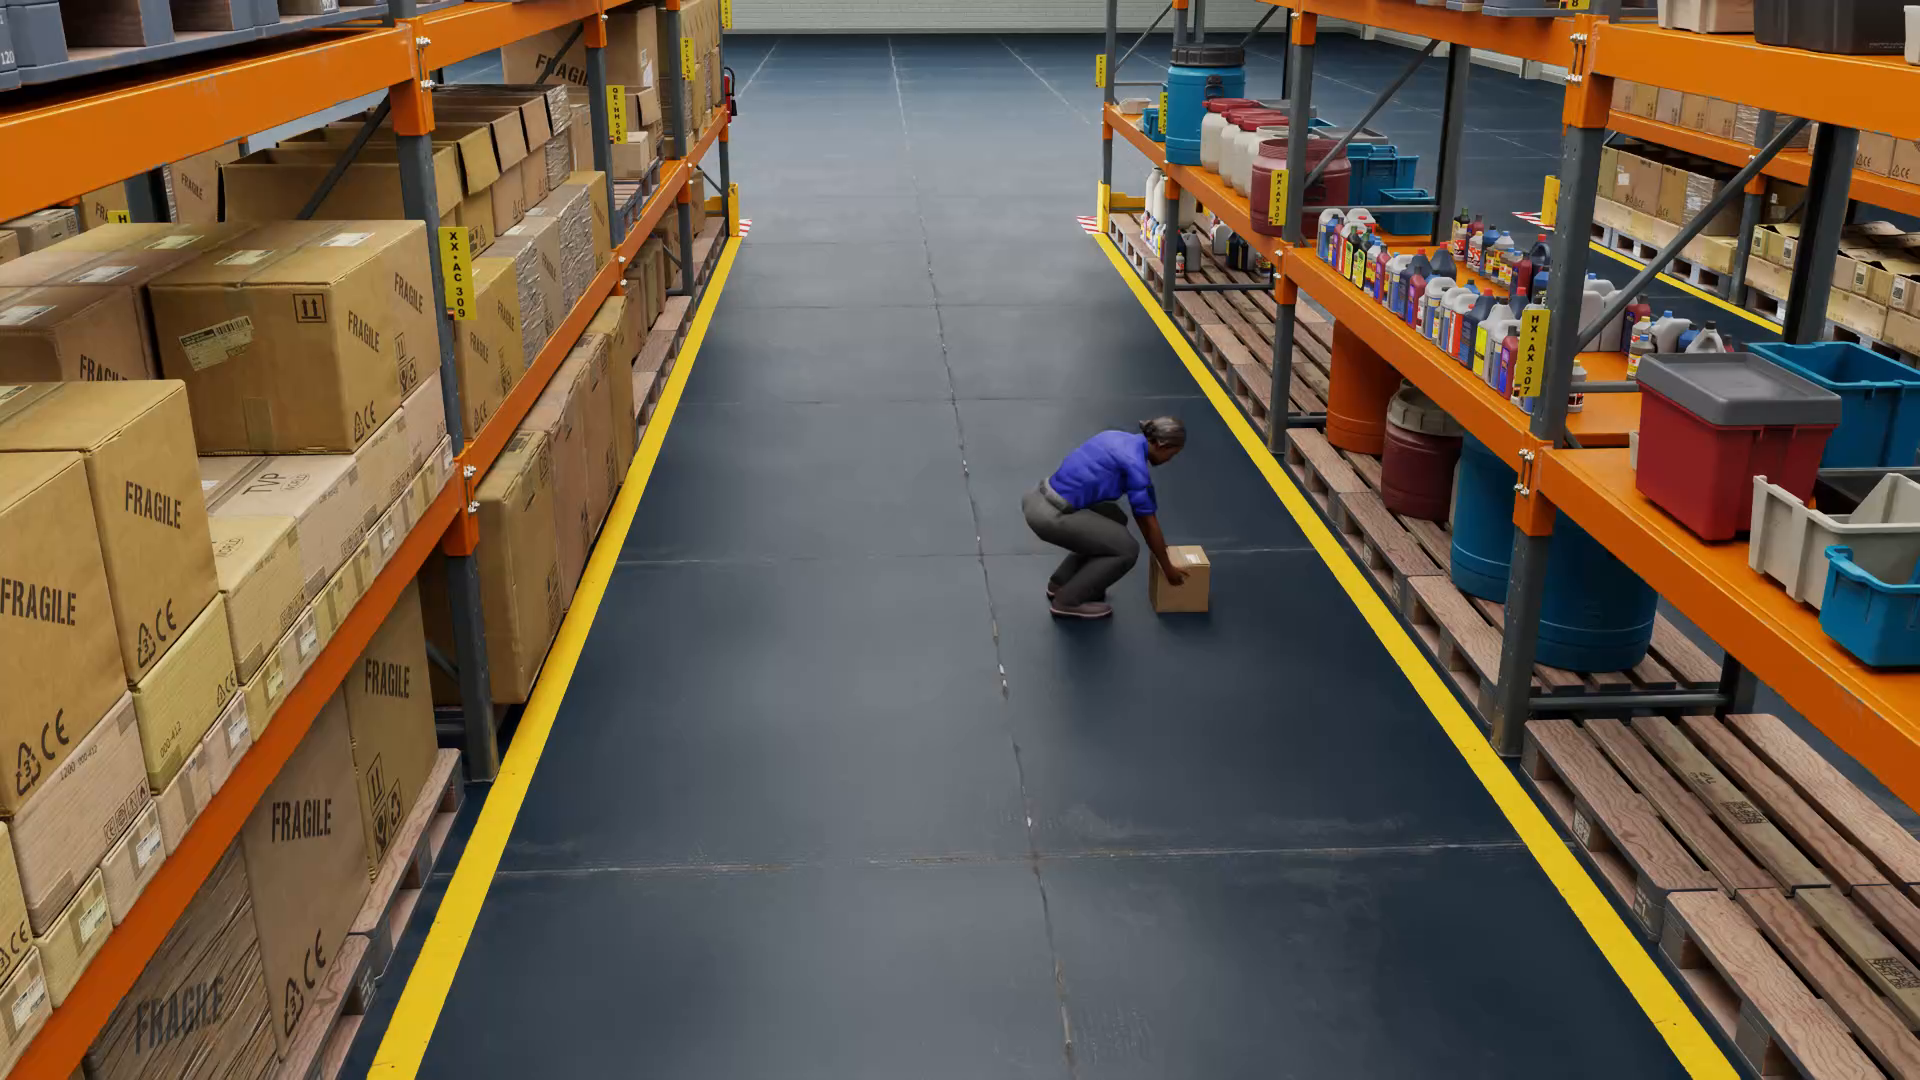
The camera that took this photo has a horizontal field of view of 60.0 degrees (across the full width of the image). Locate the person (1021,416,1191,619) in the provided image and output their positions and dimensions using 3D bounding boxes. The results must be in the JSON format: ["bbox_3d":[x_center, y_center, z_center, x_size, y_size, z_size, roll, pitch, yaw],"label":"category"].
[{"bbox_3d":[0.692,-0.125,7.964,0.801,0.932,0.483,-1,21,-3],"label":"person"}]
